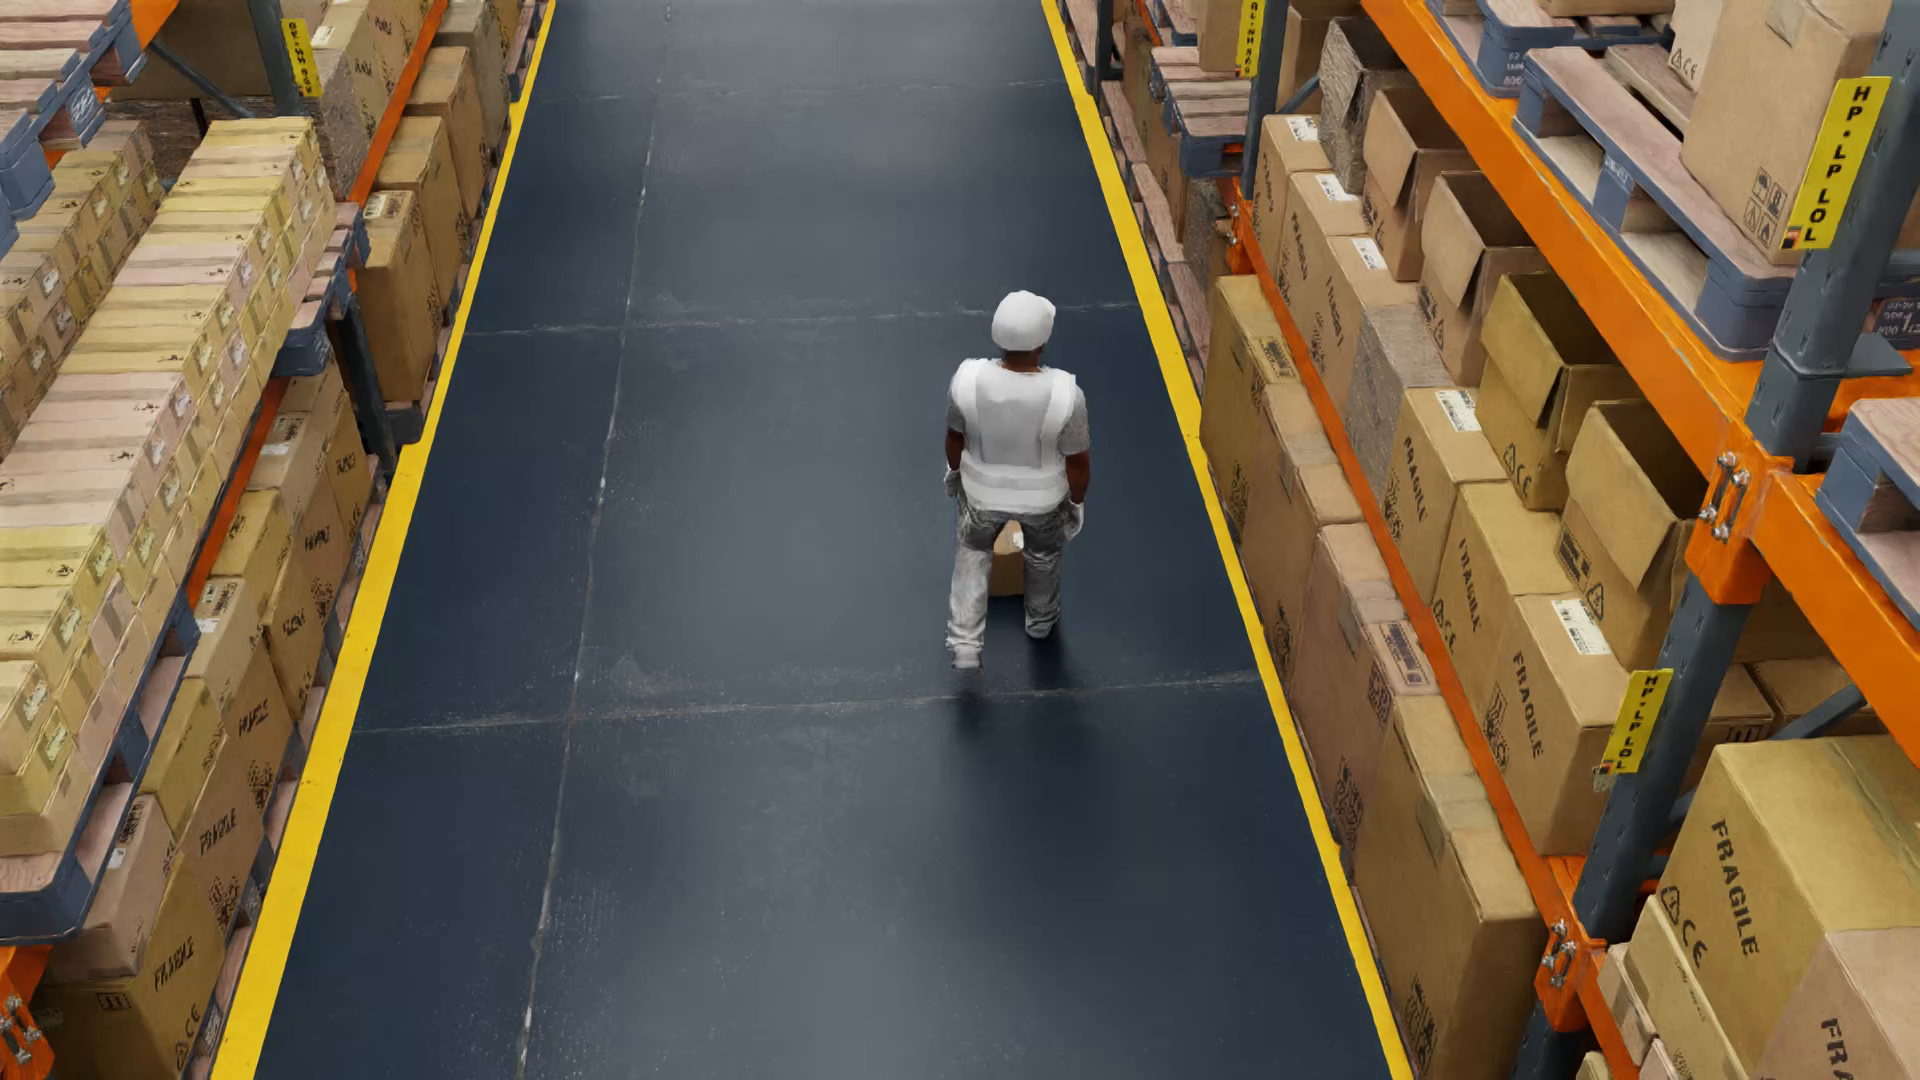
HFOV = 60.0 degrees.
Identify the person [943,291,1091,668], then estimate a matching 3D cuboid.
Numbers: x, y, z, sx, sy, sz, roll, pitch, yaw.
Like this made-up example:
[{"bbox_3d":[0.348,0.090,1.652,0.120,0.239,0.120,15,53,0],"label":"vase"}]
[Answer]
[{"bbox_3d":[0.214,-0.224,6.403,0.575,1.772,0.796,5,39,6],"label":"person"}]
